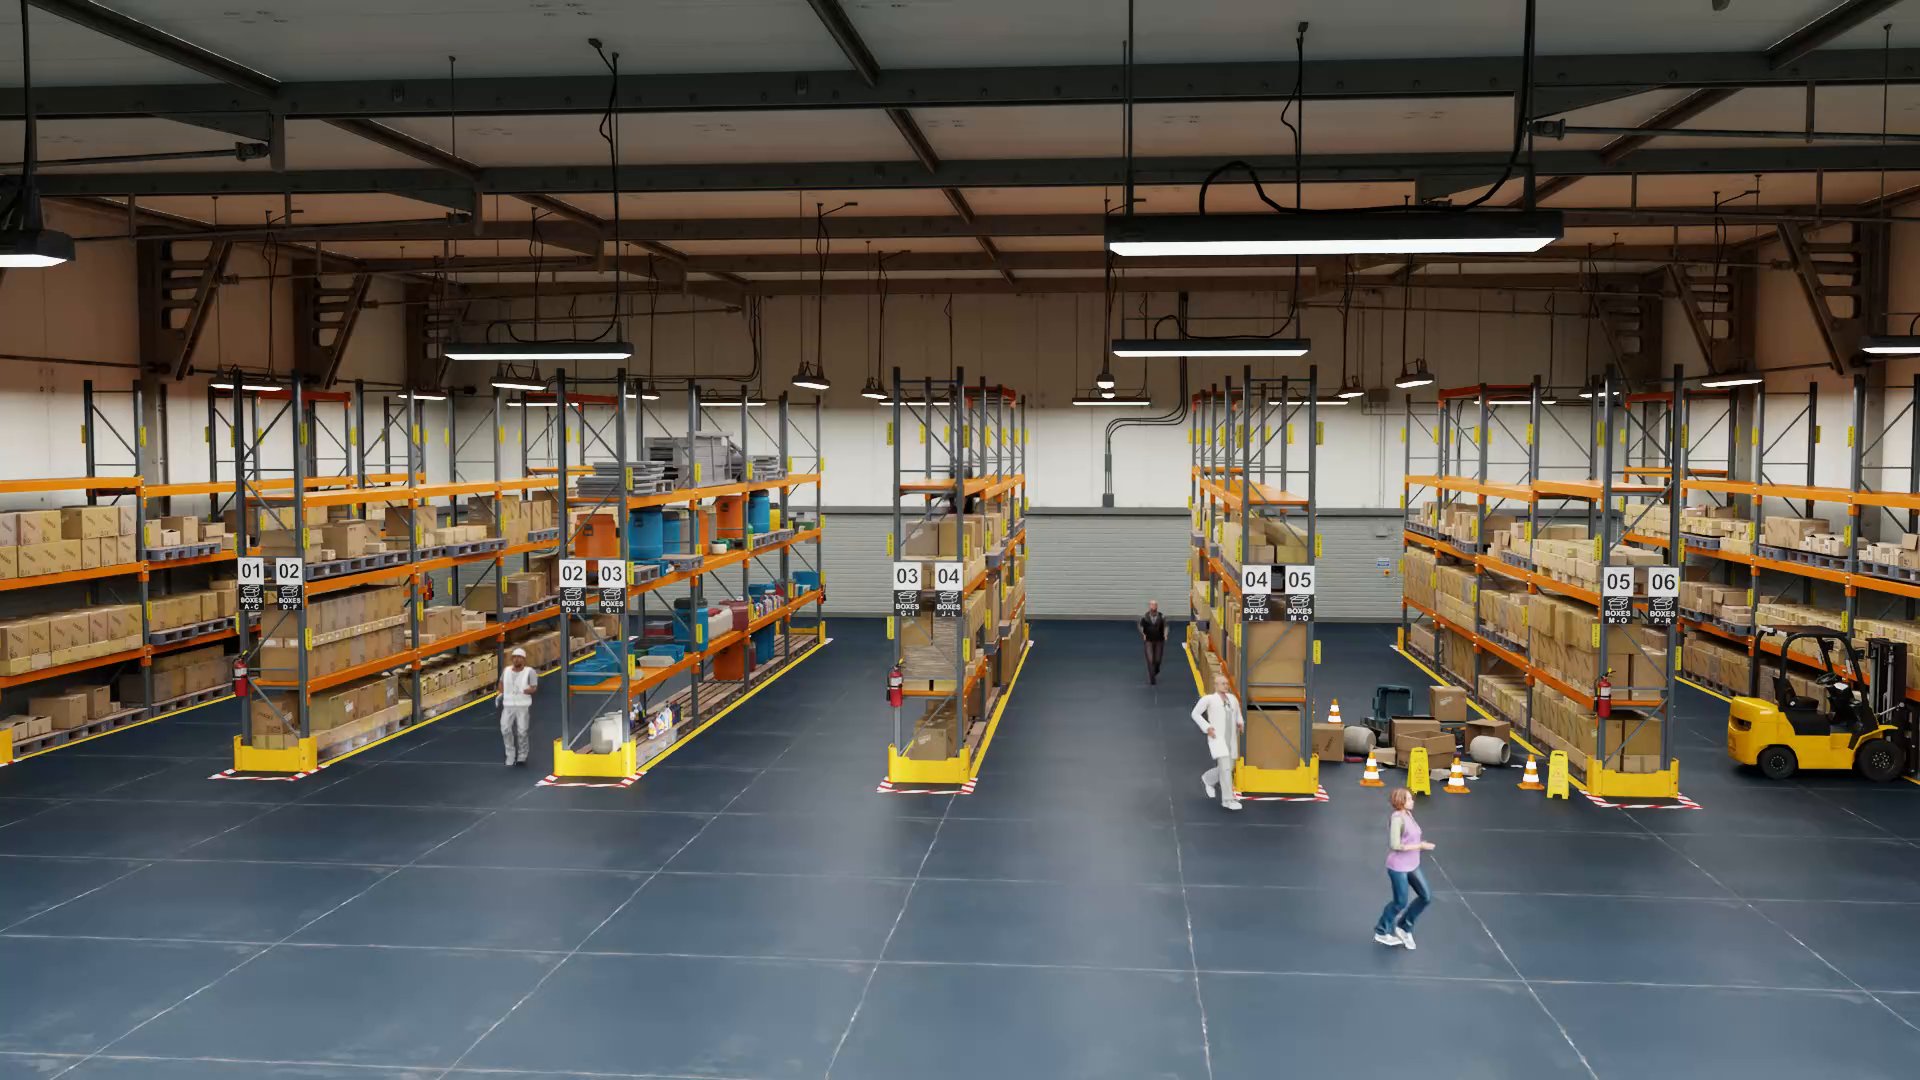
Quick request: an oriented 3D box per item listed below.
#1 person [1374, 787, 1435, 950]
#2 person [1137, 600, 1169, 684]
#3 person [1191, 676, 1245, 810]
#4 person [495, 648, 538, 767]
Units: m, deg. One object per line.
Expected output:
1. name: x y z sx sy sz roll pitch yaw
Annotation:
1. person: 4.339 3.202 16.161 0.625 1.604 0.515 3 5 39
2. person: 3.934 2.069 33.869 0.660 1.688 0.649 0 4 3
3. person: 3.539 2.713 22.512 0.732 1.746 0.950 -2 4 -26
4. person: -6.753 2.553 25.294 0.659 1.790 0.659 0 4 -1
